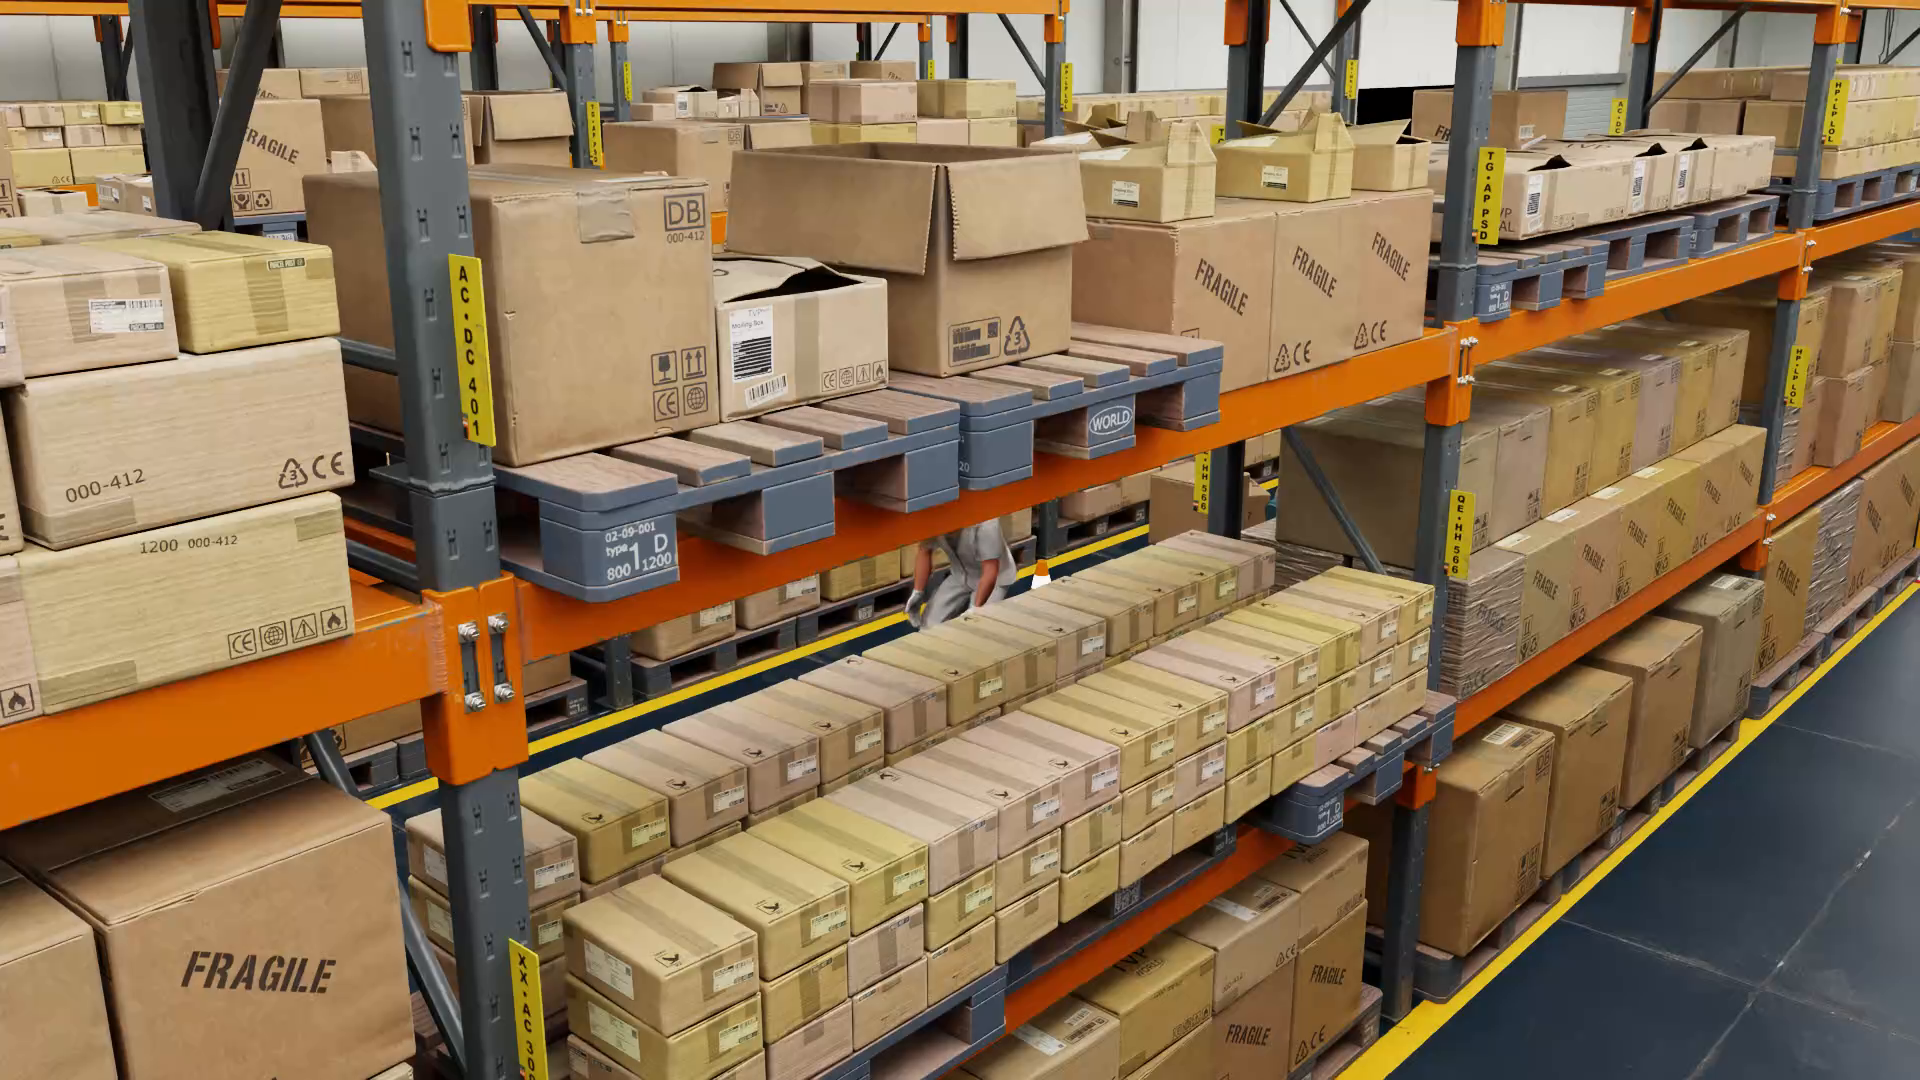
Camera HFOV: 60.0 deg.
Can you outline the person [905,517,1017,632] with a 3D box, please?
[{"bbox_3d":[0.026,0.300,9.552,0.582,1.472,0.730,15,22,40],"label":"person"}]
